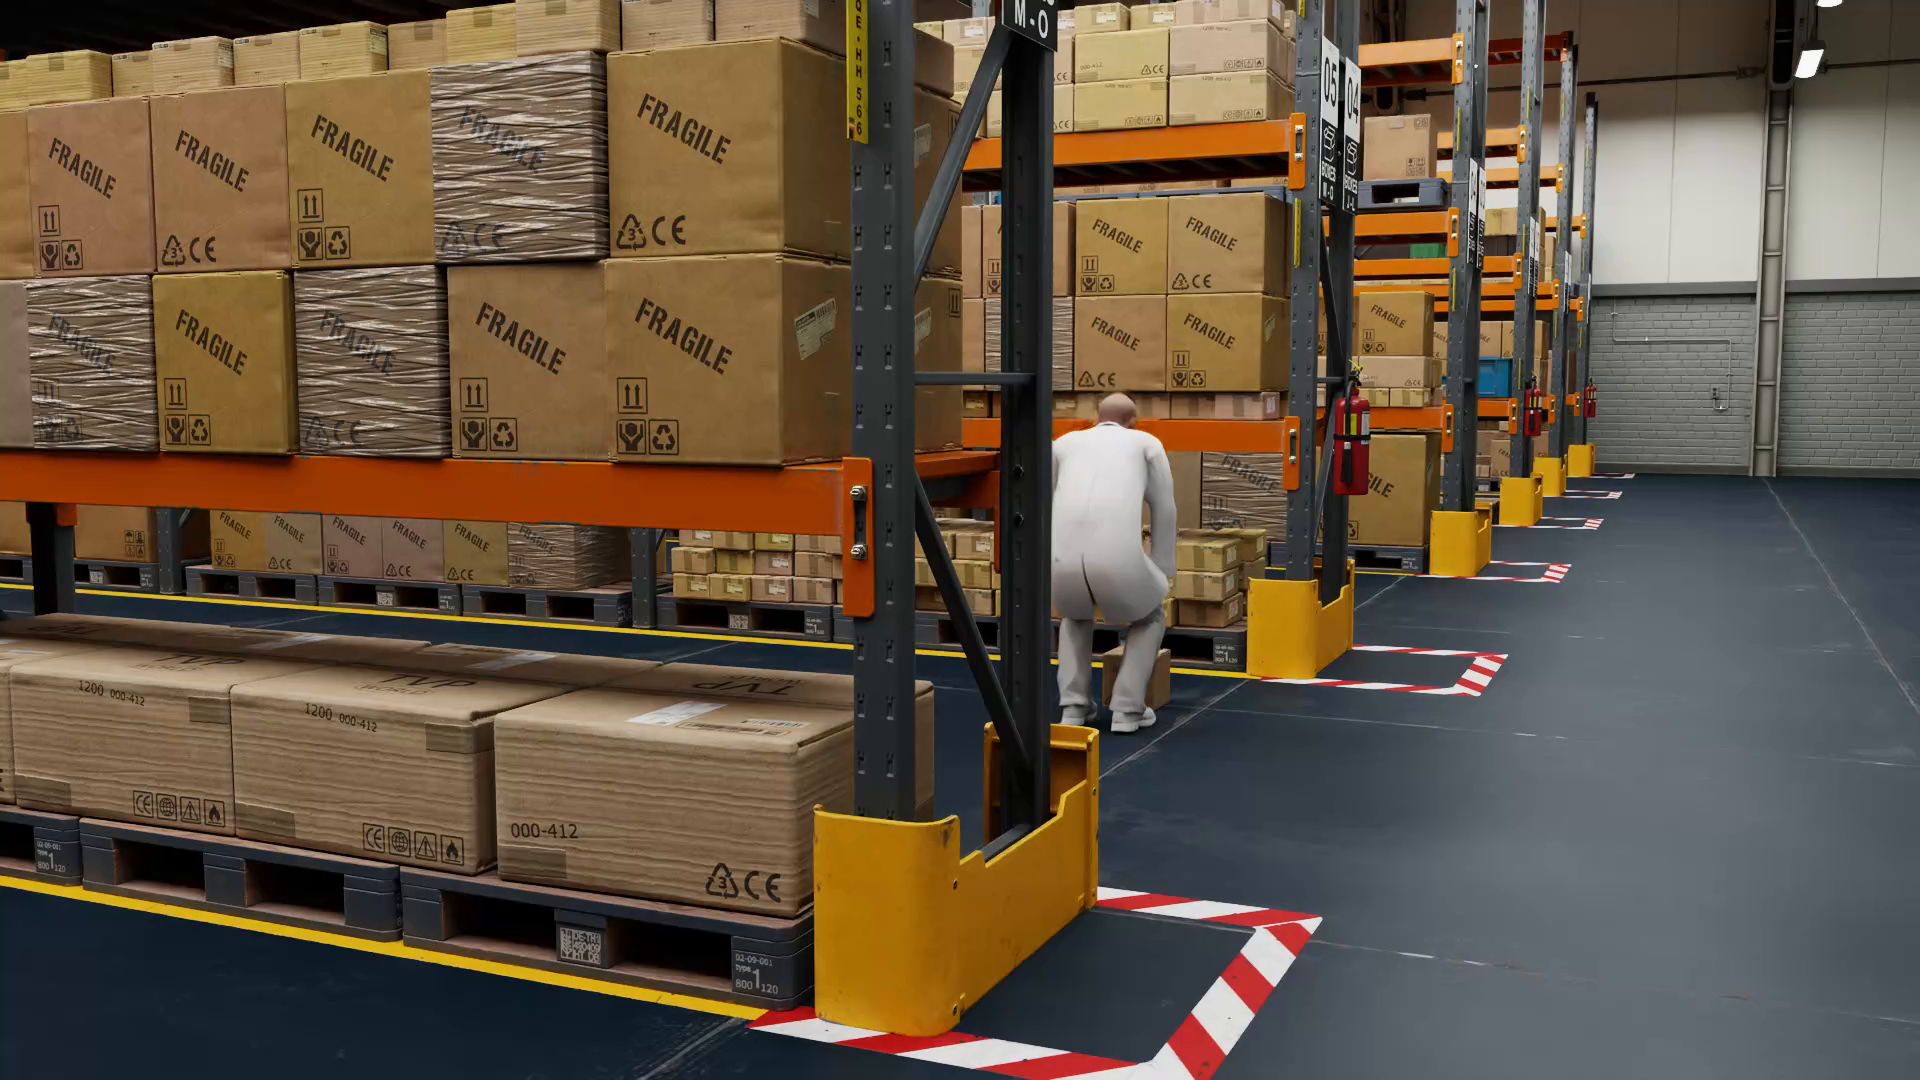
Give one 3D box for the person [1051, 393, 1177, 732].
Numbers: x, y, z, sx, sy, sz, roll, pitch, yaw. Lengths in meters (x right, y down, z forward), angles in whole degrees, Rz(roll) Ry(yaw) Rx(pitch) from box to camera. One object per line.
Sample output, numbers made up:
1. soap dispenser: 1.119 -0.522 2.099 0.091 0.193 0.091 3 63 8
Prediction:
1. person: -2.756 -0.638 14.985 13.060 1.440 12.121 2 6 24
